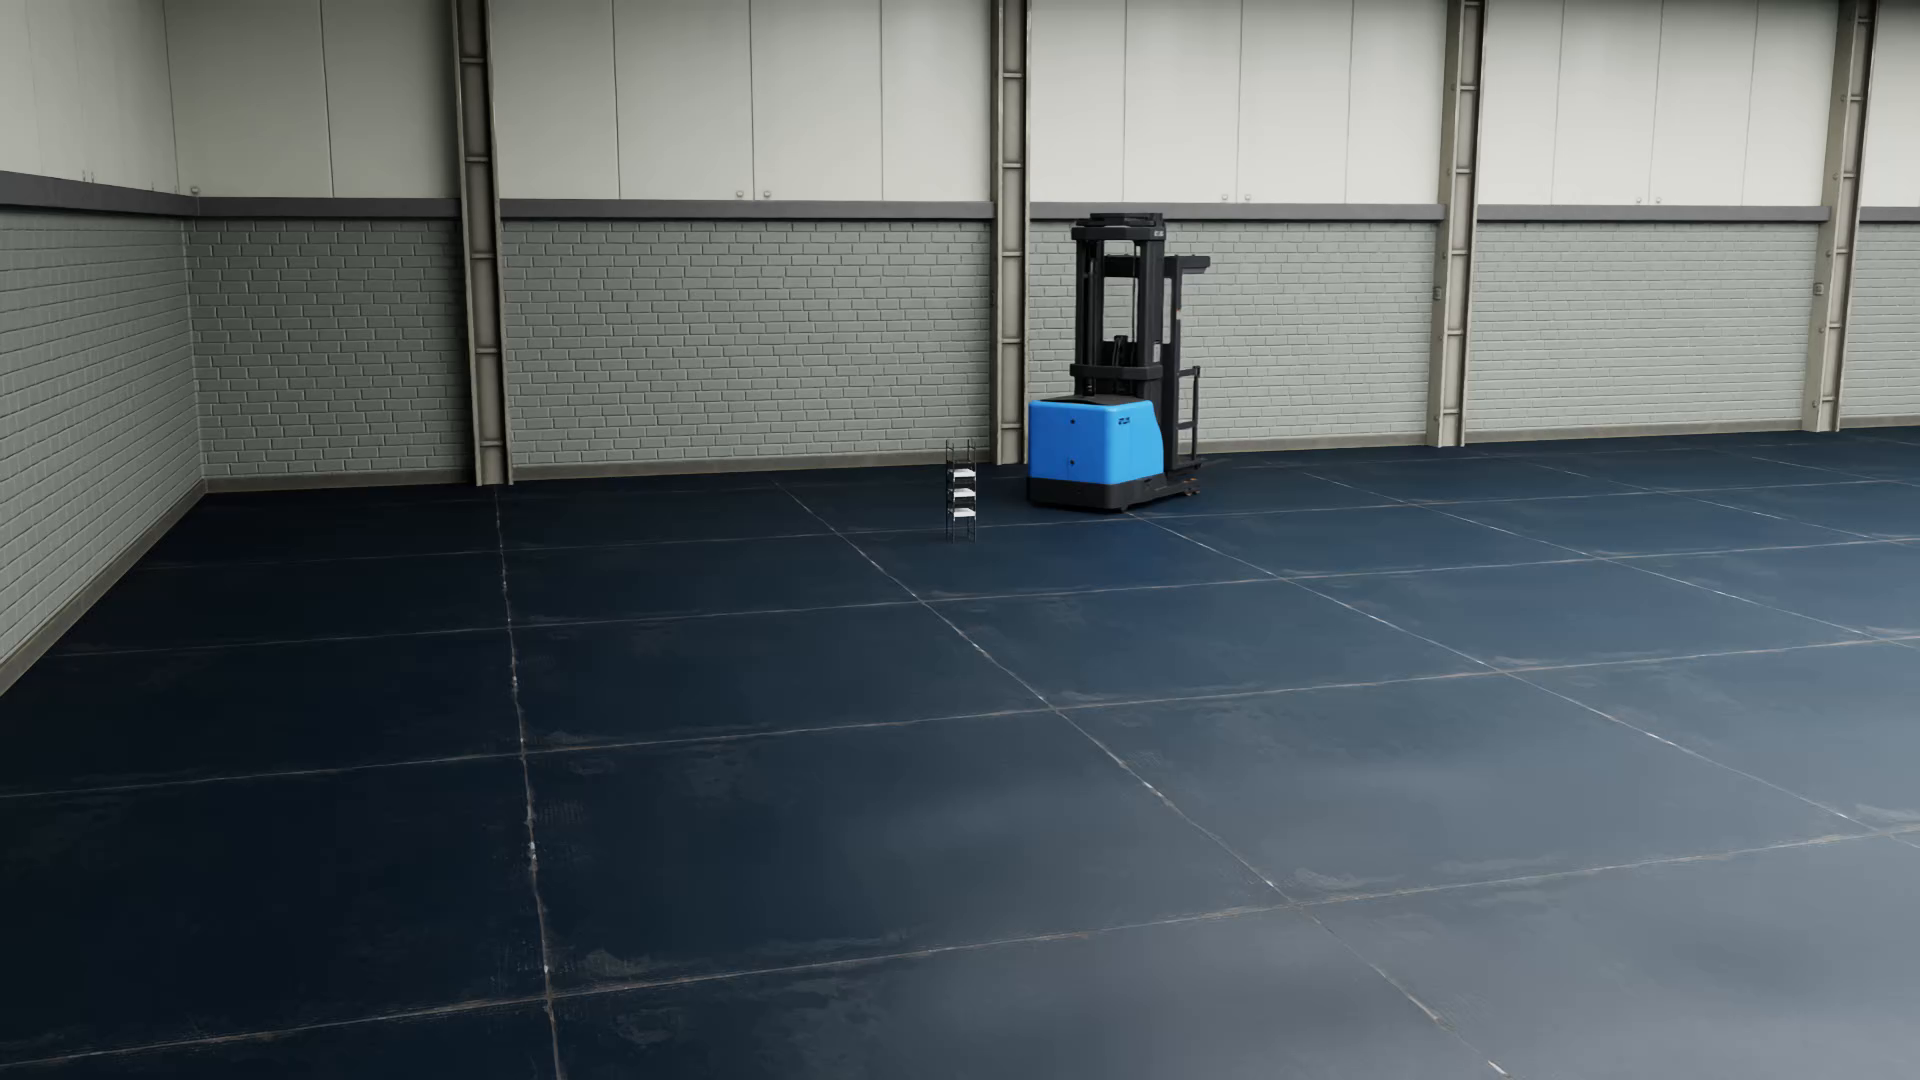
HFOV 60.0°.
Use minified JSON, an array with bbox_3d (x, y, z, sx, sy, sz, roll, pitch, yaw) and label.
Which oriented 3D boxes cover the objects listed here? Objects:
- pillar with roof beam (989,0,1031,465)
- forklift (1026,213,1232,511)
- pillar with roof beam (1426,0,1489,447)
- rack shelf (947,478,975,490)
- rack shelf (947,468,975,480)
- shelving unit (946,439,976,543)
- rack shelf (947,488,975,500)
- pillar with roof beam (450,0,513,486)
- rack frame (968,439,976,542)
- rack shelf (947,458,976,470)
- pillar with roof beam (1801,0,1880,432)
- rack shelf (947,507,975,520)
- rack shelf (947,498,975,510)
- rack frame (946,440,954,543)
[{"bbox_3d":[1.791,-4.613,15.250,0.400,9.000,9.100,-3,11,-16],"label":"pillar with roof beam"},{"bbox_3d":[1.930,-1.948,17.530,1.130,2.935,3.031,7,13,34],"label":"forklift"},{"bbox_3d":[7.552,-4.917,16.899,0.400,9.000,9.100,-3,11,-16],"label":"pillar with roof beam"},{"bbox_3d":[0.008,-0.499,14.957,0.200,0.077,0.258,-3,11,-16],"label":"rack shelf"},{"bbox_3d":[0.008,-0.587,14.941,0.200,0.077,0.258,-3,11,-16],"label":"rack shelf"},{"bbox_3d":[0.008,-0.443,14.967,0.210,0.900,0.258,-3,11,-16],"label":"shelving unit"},{"bbox_3d":[0.008,-0.410,14.973,0.200,0.077,0.258,-3,11,-16],"label":"rack shelf"},{"bbox_3d":[-3.970,-4.309,13.601,0.400,9.000,9.100,-3,11,-16],"label":"pillar with roof beam"},{"bbox_3d":[0.105,-0.448,14.995,0.006,0.900,0.240,-3,11,-16],"label":"rack frame"},{"bbox_3d":[0.008,-0.676,14.924,0.200,0.077,0.258,-3,11,-16],"label":"rack shelf"},{"bbox_3d":[13.313,-5.220,18.548,0.400,9.000,9.100,-3,11,-16],"label":"pillar with roof beam"},{"bbox_3d":[0.008,-0.233,15.006,0.200,0.077,0.258,-3,11,-16],"label":"rack shelf"},{"bbox_3d":[0.008,-0.322,14.990,0.200,0.077,0.258,-3,11,-16],"label":"rack shelf"},{"bbox_3d":[-0.090,-0.438,14.939,0.006,0.900,0.240,-3,11,-16],"label":"rack frame"}]
